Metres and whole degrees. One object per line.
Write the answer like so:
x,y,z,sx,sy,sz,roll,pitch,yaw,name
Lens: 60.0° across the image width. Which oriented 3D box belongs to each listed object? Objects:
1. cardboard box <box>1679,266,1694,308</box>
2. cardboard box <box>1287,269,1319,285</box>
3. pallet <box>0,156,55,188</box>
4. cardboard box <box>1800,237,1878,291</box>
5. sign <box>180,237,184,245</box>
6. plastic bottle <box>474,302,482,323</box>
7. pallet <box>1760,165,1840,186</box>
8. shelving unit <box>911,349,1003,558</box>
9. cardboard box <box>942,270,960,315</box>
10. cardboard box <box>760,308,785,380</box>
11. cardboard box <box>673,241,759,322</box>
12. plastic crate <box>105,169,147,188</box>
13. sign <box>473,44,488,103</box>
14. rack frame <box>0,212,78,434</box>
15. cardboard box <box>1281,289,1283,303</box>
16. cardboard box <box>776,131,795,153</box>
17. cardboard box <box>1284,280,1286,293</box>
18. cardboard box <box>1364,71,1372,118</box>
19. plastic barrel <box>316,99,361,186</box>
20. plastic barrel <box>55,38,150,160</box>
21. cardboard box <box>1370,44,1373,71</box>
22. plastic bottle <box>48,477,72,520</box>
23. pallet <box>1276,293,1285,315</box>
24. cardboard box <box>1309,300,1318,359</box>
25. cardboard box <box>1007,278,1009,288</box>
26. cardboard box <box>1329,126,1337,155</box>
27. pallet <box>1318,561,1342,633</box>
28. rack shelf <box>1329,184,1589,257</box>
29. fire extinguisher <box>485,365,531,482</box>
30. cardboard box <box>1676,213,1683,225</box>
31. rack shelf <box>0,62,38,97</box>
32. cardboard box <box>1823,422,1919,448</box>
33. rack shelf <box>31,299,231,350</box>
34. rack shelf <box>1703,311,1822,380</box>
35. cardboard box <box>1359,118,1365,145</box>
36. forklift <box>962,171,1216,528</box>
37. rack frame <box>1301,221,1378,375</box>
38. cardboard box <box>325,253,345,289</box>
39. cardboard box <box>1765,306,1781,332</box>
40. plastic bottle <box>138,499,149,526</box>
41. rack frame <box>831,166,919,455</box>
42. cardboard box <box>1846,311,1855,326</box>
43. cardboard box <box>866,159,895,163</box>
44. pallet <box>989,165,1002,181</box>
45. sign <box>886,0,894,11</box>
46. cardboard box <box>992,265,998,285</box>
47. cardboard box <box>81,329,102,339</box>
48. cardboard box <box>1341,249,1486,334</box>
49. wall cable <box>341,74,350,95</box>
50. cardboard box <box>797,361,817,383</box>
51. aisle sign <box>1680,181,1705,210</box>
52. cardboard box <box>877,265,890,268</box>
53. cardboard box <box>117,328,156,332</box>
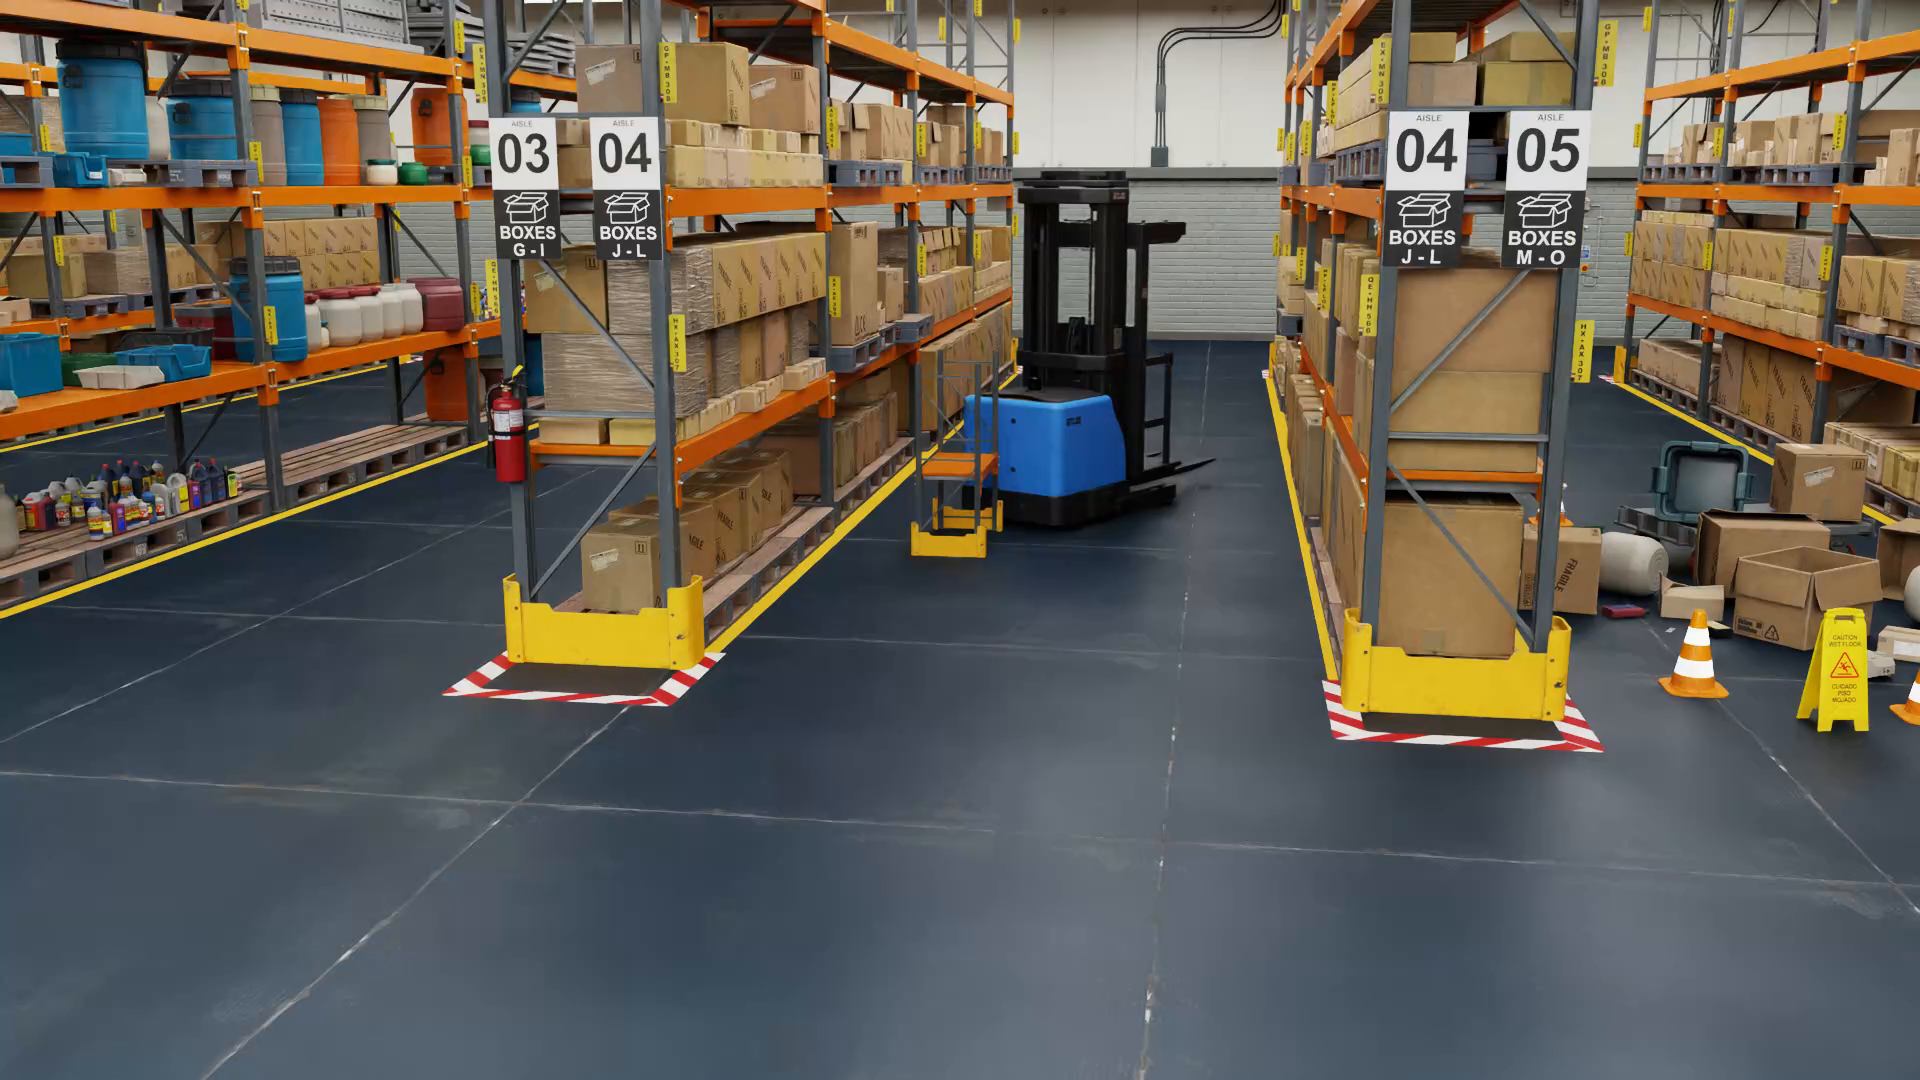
9.362,-3.168,20.834,0.500,0.500,0.500,2,12,7,cardboard box
3.570,-2.704,17.105,0.380,0.149,0.250,1,12,6,cardboard box
-6.838,-2.433,10.992,1.003,0.211,1.213,2,12,9,pallet
8.675,-2.728,16.420,0.500,0.500,0.500,2,12,7,cardboard box
-10.648,-3.989,22.826,0.100,0.325,0.005,2,12,9,sign
-5.446,-2.574,18.614,0.152,0.276,0.135,2,12,9,plastic bottle
9.070,-3.817,17.411,1.003,0.211,1.213,2,12,11,pallet
-0.012,-0.717,13.262,0.587,1.500,1.083,2,12,9,shelving unit
-0.281,-2.959,19.864,0.500,0.500,0.500,2,12,8,cardboard box
-1.772,-1.455,12.180,0.875,0.500,0.500,2,12,9,cardboard box
-1.655,-1.726,11.068,0.500,0.500,0.500,2,12,9,cardboard box
-6.294,-2.713,12.468,0.243,0.136,0.396,2,12,9,plastic crate
-2.714,-2.651,9.453,0.100,0.325,0.005,2,12,9,sign
-10.726,-2.717,18.980,1.000,3.000,0.127,2,12,9,rack frame
3.810,-2.737,18.673,0.380,0.149,0.250,1,12,6,cardboard box
-1.419,-2.907,12.153,0.380,0.149,0.250,1,12,7,cardboard box
3.690,-2.721,17.894,0.380,0.149,0.250,2,12,9,cardboard box
2.594,-2.556,9.528,0.500,0.250,0.500,2,12,9,cardboard box
-6.273,-3.932,16.478,0.600,0.830,0.708,2,12,9,plastic barrel
-6.706,-3.436,13.009,0.600,0.901,0.708,2,12,9,plastic barrel
2.513,-2.722,9.353,0.380,0.149,0.250,2,12,10,cardboard box
-7.104,-0.322,13.111,0.144,0.351,0.185,2,12,11,plastic bottle
4.302,-2.798,19.811,1.003,0.211,1.213,2,12,9,pallet
3.380,-1.863,14.780,0.500,0.500,0.500,2,12,8,cardboard box
0.525,-3.799,24.596,0.380,0.149,0.250,2,12,9,cardboard box
3.305,-3.292,13.651,0.500,0.250,0.500,2,12,8,cardboard box
2.953,0.393,11.169,1.003,0.211,1.213,2,12,9,pallet
3.025,-2.079,10.608,1.077,0.370,4.000,2,12,9,rack shelf
-2.641,-0.683,9.726,0.296,0.674,0.183,2,12,9,fire extinguisher
9.484,-4.152,21.487,0.380,0.149,0.250,2,12,9,cardboard box
-11.033,-4.686,16.534,1.077,0.370,4.000,2,12,9,rack shelf
8.758,-0.877,15.685,0.950,0.372,0.625,1,12,5,cardboard box
-10.418,-2.781,20.987,1.077,0.370,4.000,2,12,9,rack shelf
9.162,-2.139,18.004,1.077,0.370,4.000,2,12,9,rack shelf
2.590,-2.438,9.927,0.380,0.149,0.250,2,12,8,cardboard box
1.303,-1.792,14.853,1.130,2.935,3.031,9,15,36,forklift
3.948,-2.213,16.643,1.000,3.000,0.127,2,12,9,rack frame
-9.531,-4.012,24.754,0.500,0.500,0.500,2,12,8,cardboard box
8.832,-2.325,17.520,0.500,0.250,0.500,2,12,8,cardboard box
-6.392,-0.217,12.980,0.097,0.201,0.097,0,12,0,plastic bottle
-0.938,-2.395,17.487,1.000,3.000,0.127,2,12,9,rack frame
8.621,-2.095,15.693,0.380,0.149,0.250,1,12,5,cardboard box
-0.911,-3.473,15.725,0.500,0.250,0.500,2,12,10,cardboard box
0.004,-5.074,23.008,1.003,0.211,1.213,2,12,9,pallet
-0.867,-6.718,20.711,0.100,0.325,0.005,2,12,9,sign
0.248,-3.703,23.205,0.500,0.250,0.500,2,12,9,cardboard box
-14.399,-3.376,26.976,0.700,0.500,0.500,2,12,9,cardboard box
3.053,-1.680,11.249,0.875,0.550,0.550,2,12,9,cardboard box
-10.495,-9.504,31.614,3.097,2.526,0.112,2,12,9,wall cable
-1.343,-1.334,13.158,0.380,0.149,0.250,2,12,9,cardboard box
10.402,-5.015,23.473,0.394,0.787,0.004,2,12,9,aisle sign
-0.981,-2.536,16.904,0.500,0.500,0.500,0,12,2,cardboard box
-10.579,-2.608,21.585,0.500,0.250,0.500,2,12,9,cardboard box
